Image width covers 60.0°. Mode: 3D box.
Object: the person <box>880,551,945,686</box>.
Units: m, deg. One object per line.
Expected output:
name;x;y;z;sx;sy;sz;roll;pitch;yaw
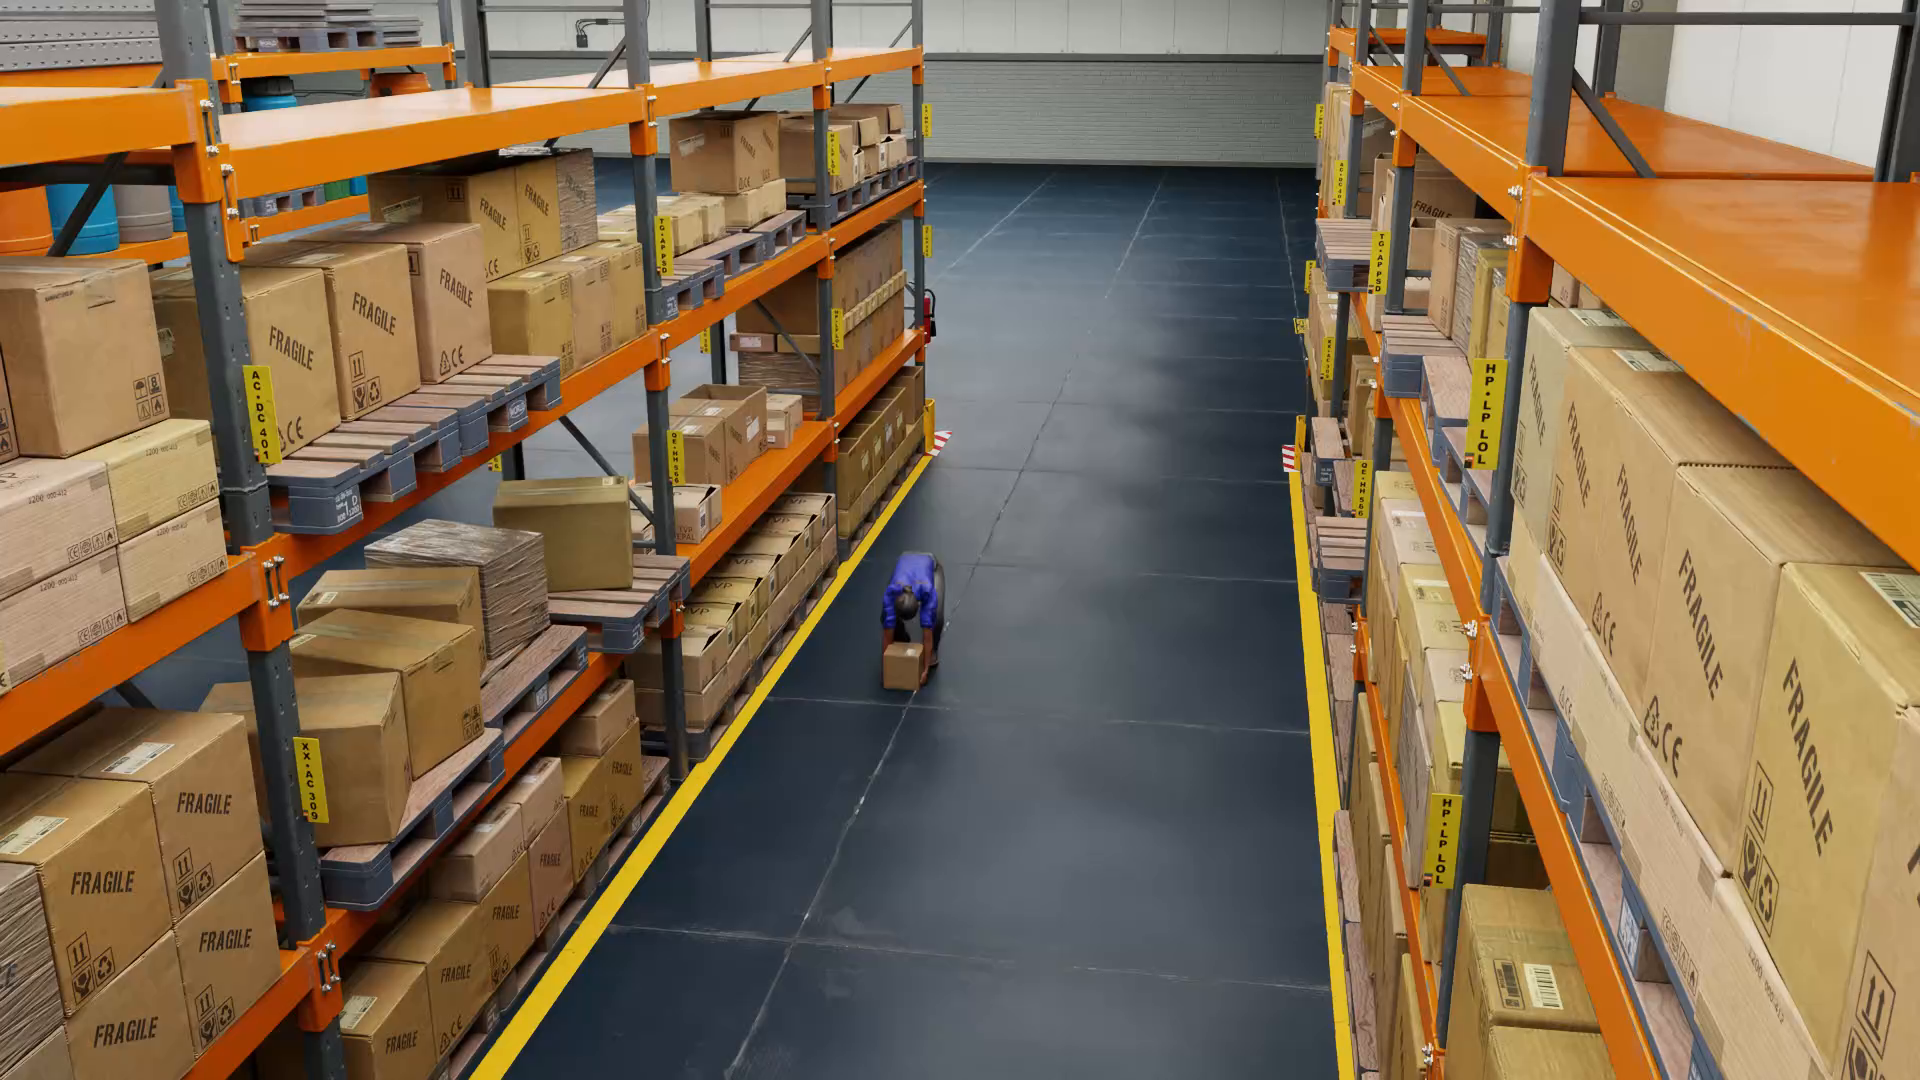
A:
person;-0.338;0.542;11.840;0.458;0.793;0.871;2;18;7
